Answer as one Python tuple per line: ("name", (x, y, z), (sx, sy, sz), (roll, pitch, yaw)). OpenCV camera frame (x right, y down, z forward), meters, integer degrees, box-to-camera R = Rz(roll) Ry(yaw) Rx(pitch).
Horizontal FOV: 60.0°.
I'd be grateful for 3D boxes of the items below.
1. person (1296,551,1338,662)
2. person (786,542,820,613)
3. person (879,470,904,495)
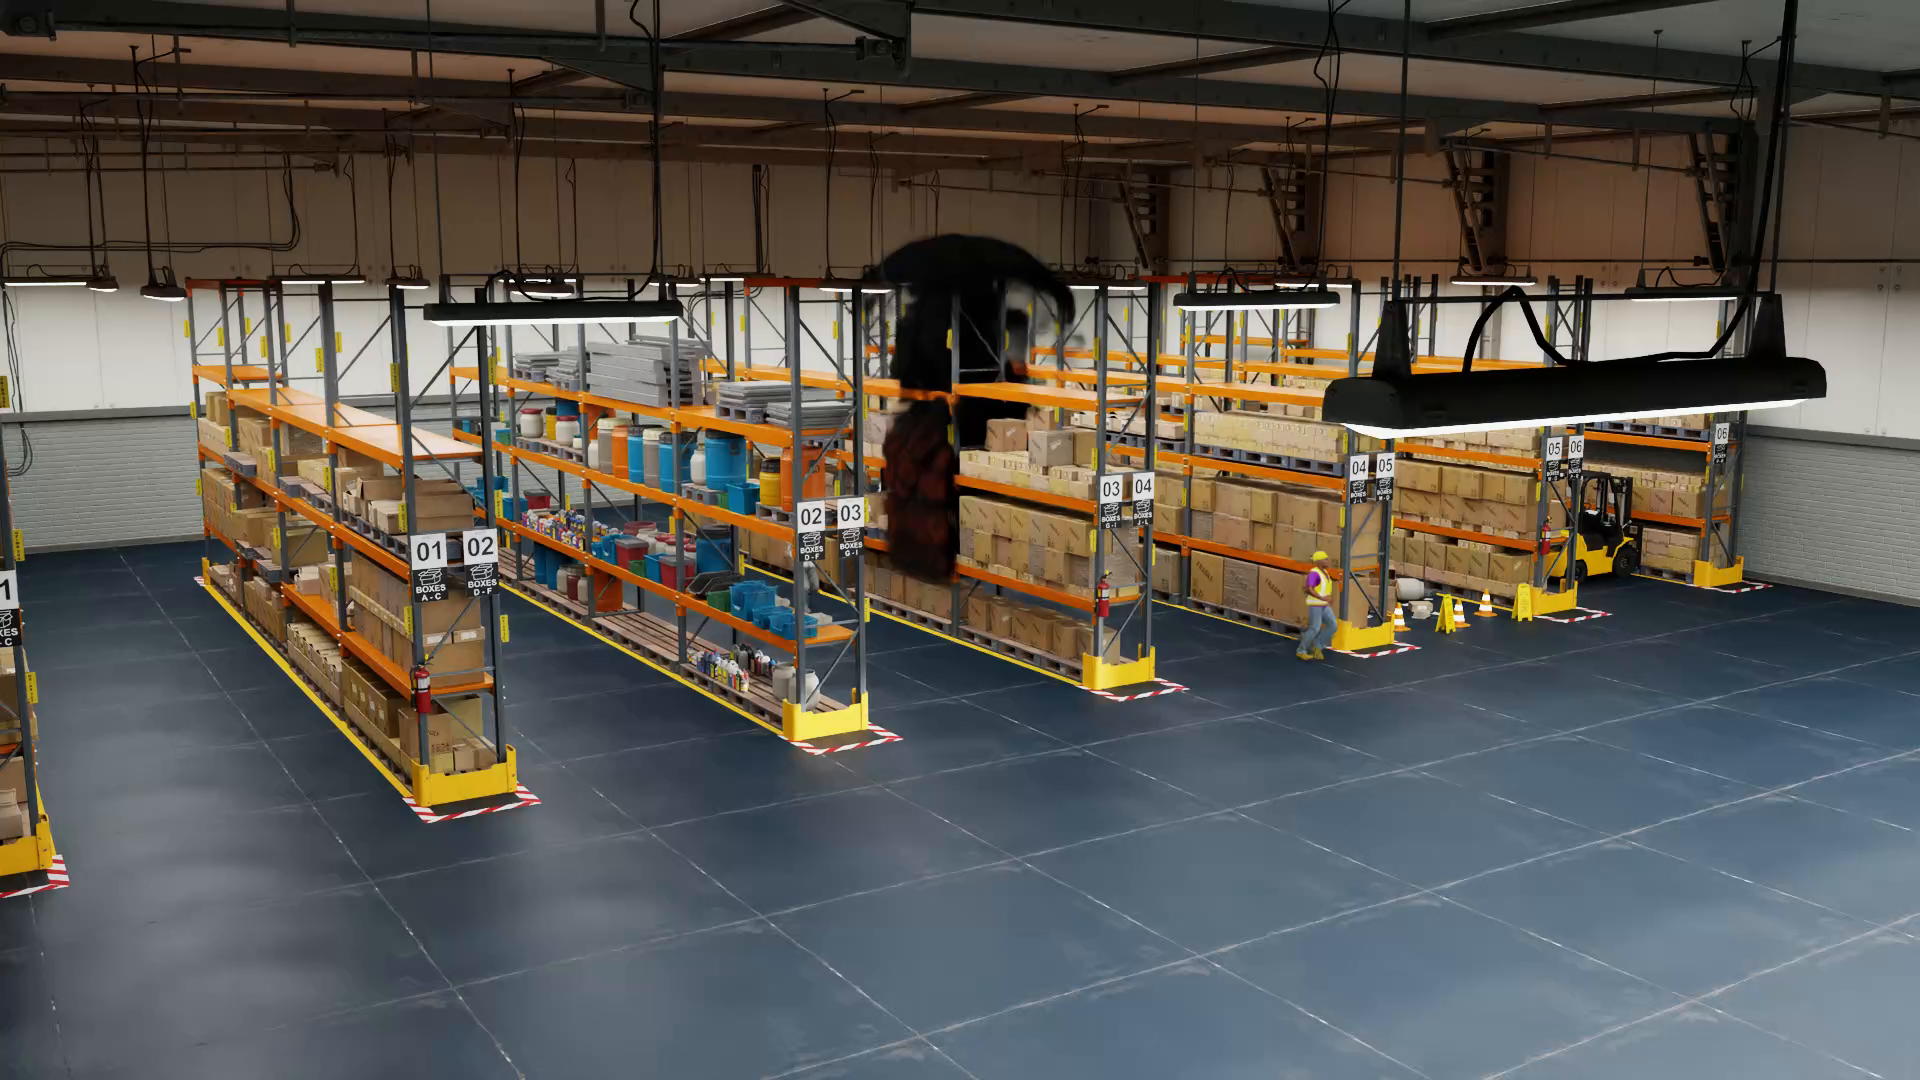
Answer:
("person", (5.754, 1.053, 26.557), (0.605, 1.754, 0.776), (7, 12, 36))
("person", (-2.811, 0.455, 30.115), (0.656, 1.722, 0.606), (-6, 11, -32))
("person", (-1.554, -0.763, 37.327), (0.687, 1.833, 0.879), (-6, 11, -33))
